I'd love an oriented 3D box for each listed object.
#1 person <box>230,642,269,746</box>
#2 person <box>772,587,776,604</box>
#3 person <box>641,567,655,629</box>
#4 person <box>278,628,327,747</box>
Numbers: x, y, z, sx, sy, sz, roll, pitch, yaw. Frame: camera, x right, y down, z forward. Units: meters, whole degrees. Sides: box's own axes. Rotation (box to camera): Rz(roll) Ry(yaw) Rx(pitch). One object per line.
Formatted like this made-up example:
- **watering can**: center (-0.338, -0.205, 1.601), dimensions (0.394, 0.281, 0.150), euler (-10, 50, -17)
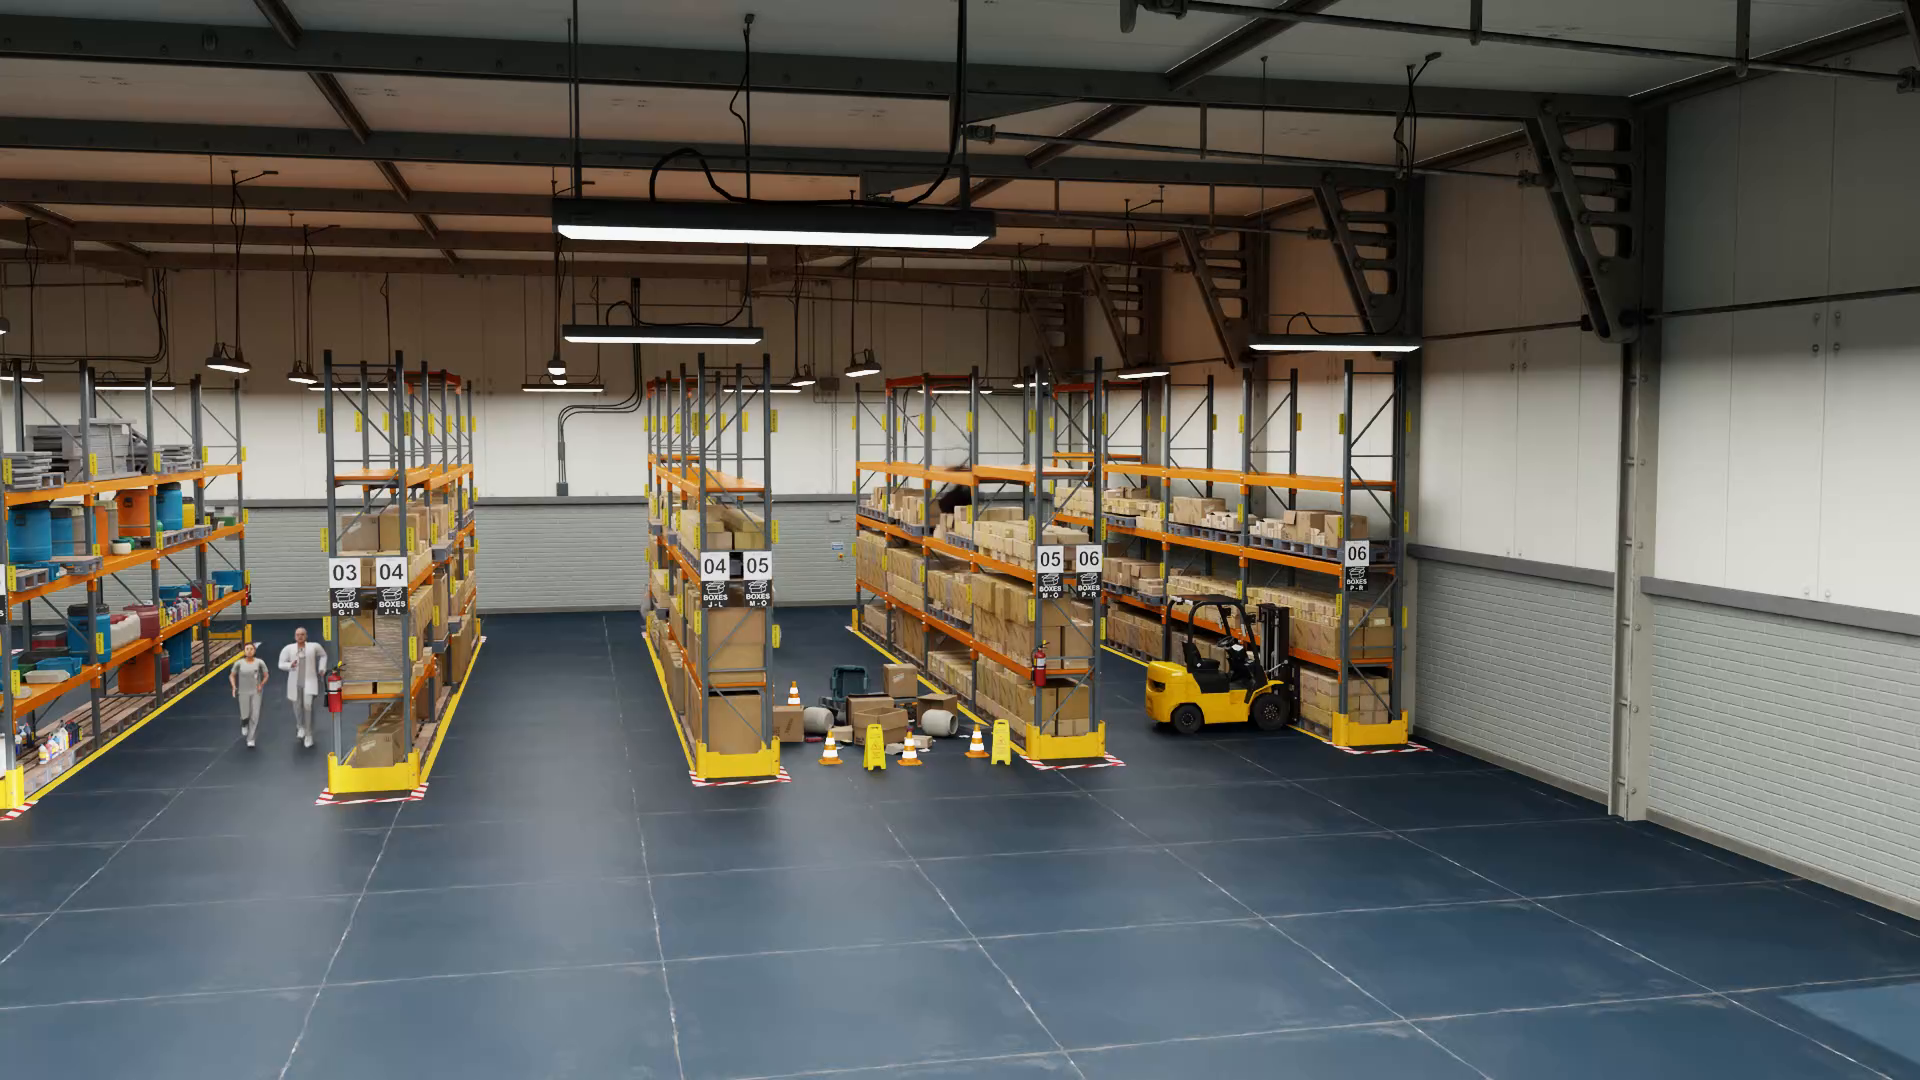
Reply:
- **person**: center (-11.056, 2.398, 25.899), dimensions (0.567, 1.623, 0.568), euler (-2, 4, -25)
- **person**: center (-4.536, 1.531, 38.124), dimensions (0.530, 1.617, 0.774), euler (-2, 4, -26)
- **person**: center (-7.536, 1.390, 40.509), dimensions (0.552, 1.583, 0.685), euler (0, 4, -3)
- **person**: center (-10.331, 2.292, 26.146), dimensions (0.677, 1.846, 0.866), euler (-1, 4, -13)
